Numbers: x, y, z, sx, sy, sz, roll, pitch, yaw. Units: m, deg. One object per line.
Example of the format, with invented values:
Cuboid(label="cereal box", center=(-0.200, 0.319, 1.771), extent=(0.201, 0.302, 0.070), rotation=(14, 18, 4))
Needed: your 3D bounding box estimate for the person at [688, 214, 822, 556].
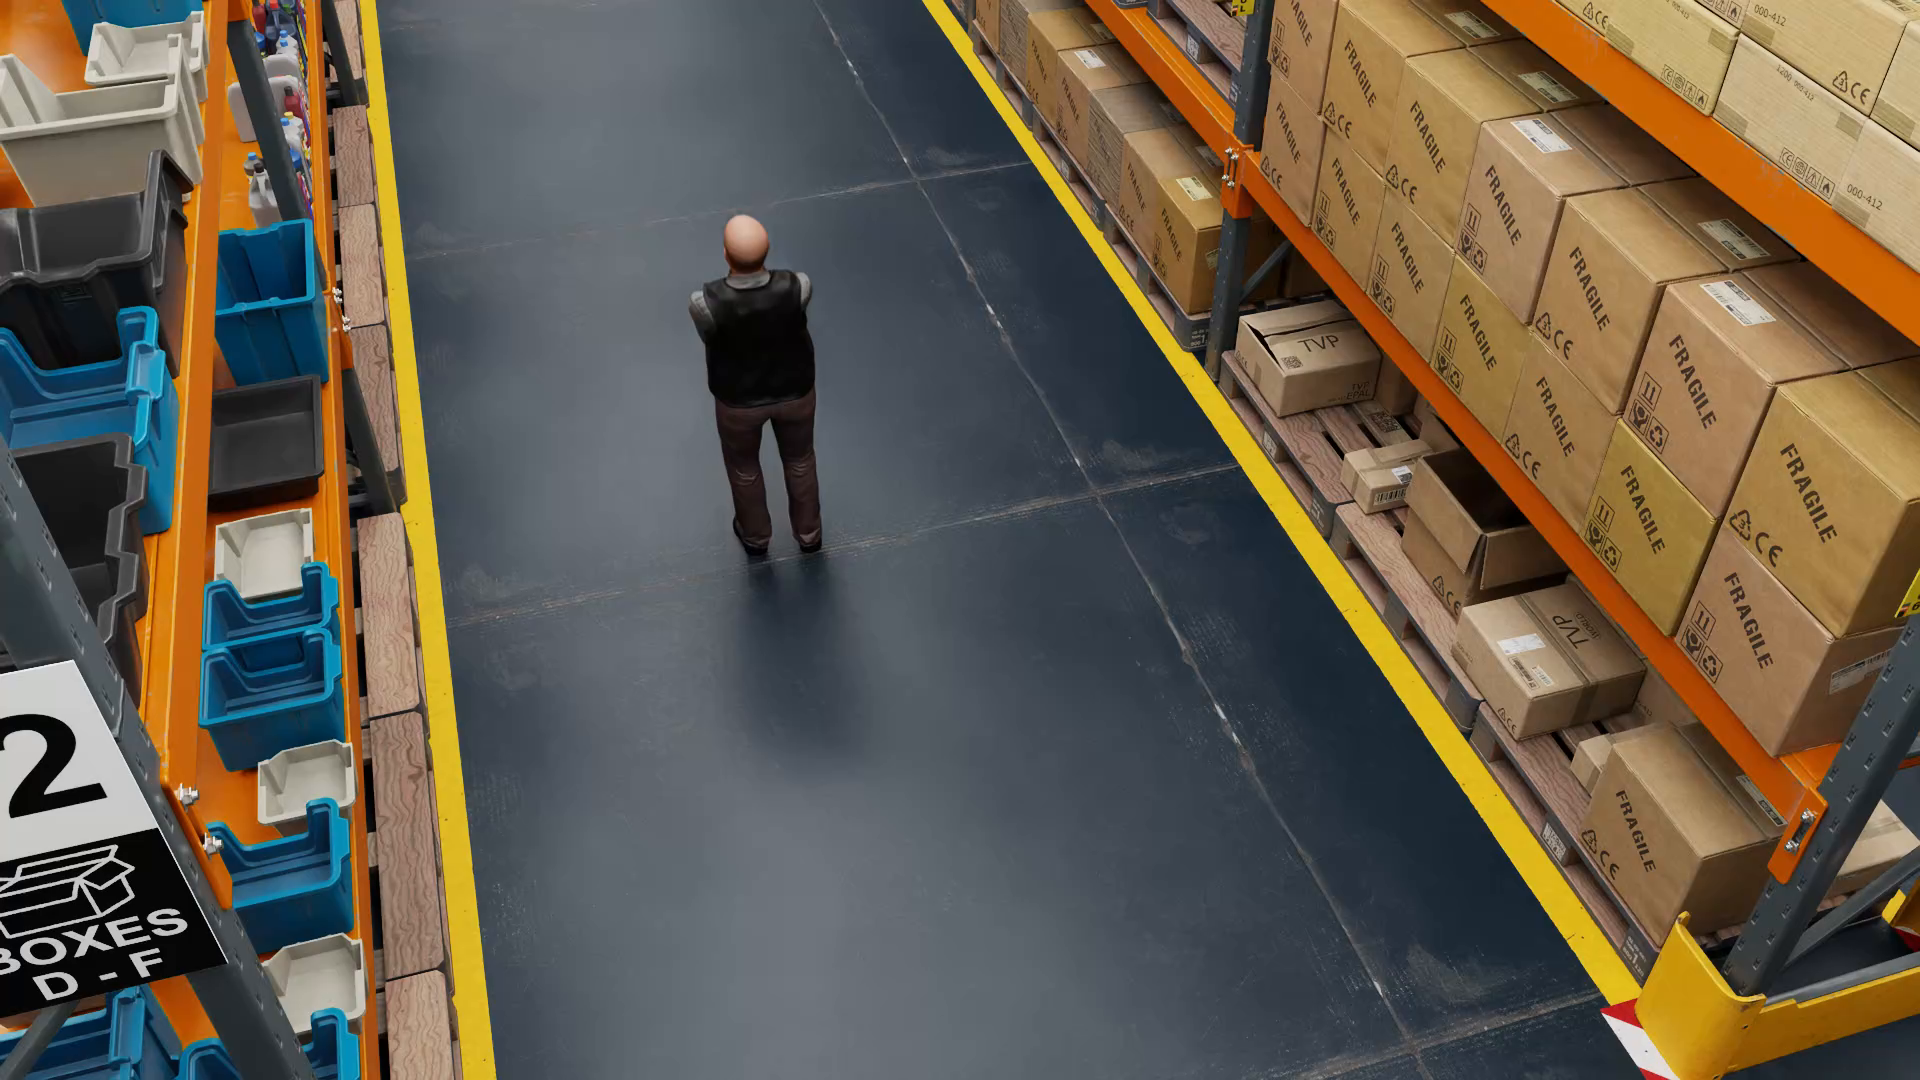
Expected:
Cuboid(label="person", center=(-0.853, -0.667, 6.927), extent=(0.494, 1.711, 0.551), rotation=(-11, 43, -12))
